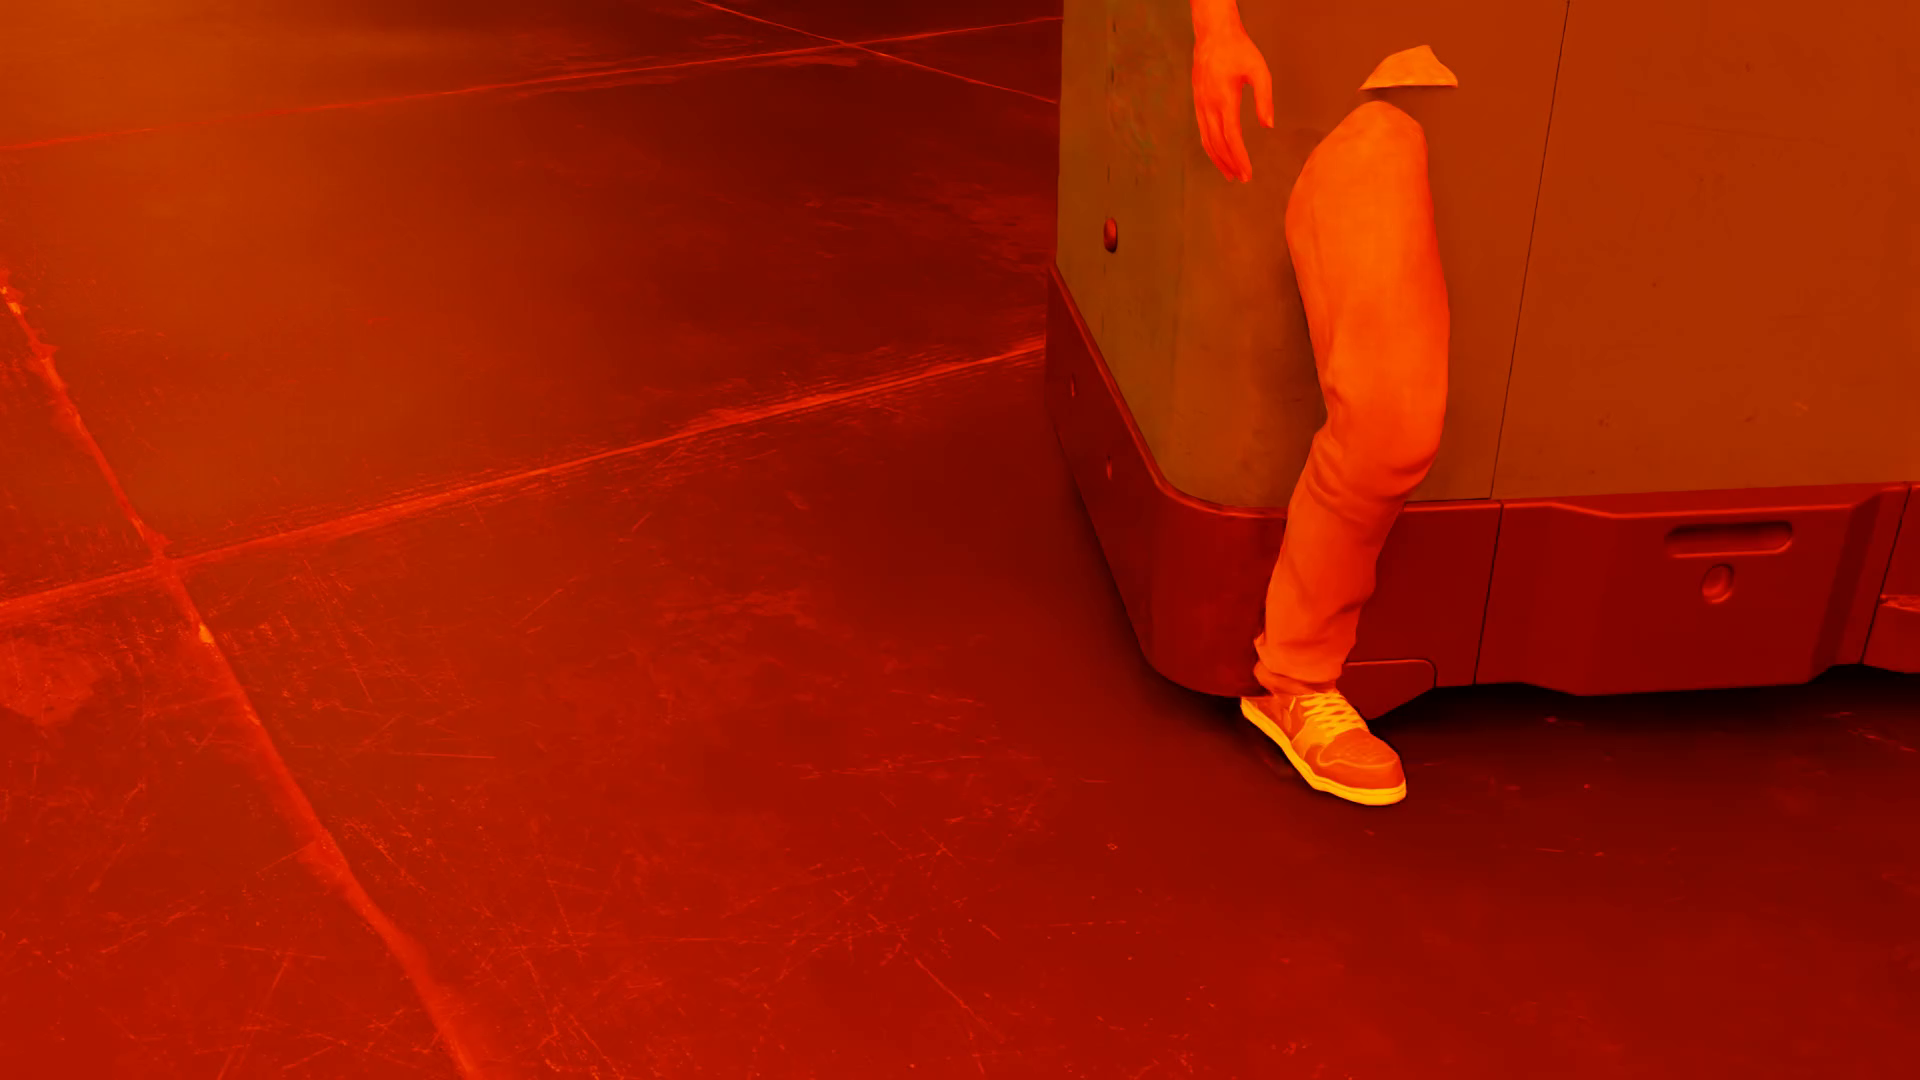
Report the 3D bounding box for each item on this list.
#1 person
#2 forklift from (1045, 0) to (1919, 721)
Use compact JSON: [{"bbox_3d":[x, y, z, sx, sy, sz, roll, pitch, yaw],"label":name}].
[{"bbox_3d":[0.457,-0.450,1.786,0.774,1.448,0.752,19,32,33],"label":"person"},{"bbox_3d":[1.693,-1.356,1.934,3.031,2.935,1.130,-3,27,-5],"label":"forklift"}]
